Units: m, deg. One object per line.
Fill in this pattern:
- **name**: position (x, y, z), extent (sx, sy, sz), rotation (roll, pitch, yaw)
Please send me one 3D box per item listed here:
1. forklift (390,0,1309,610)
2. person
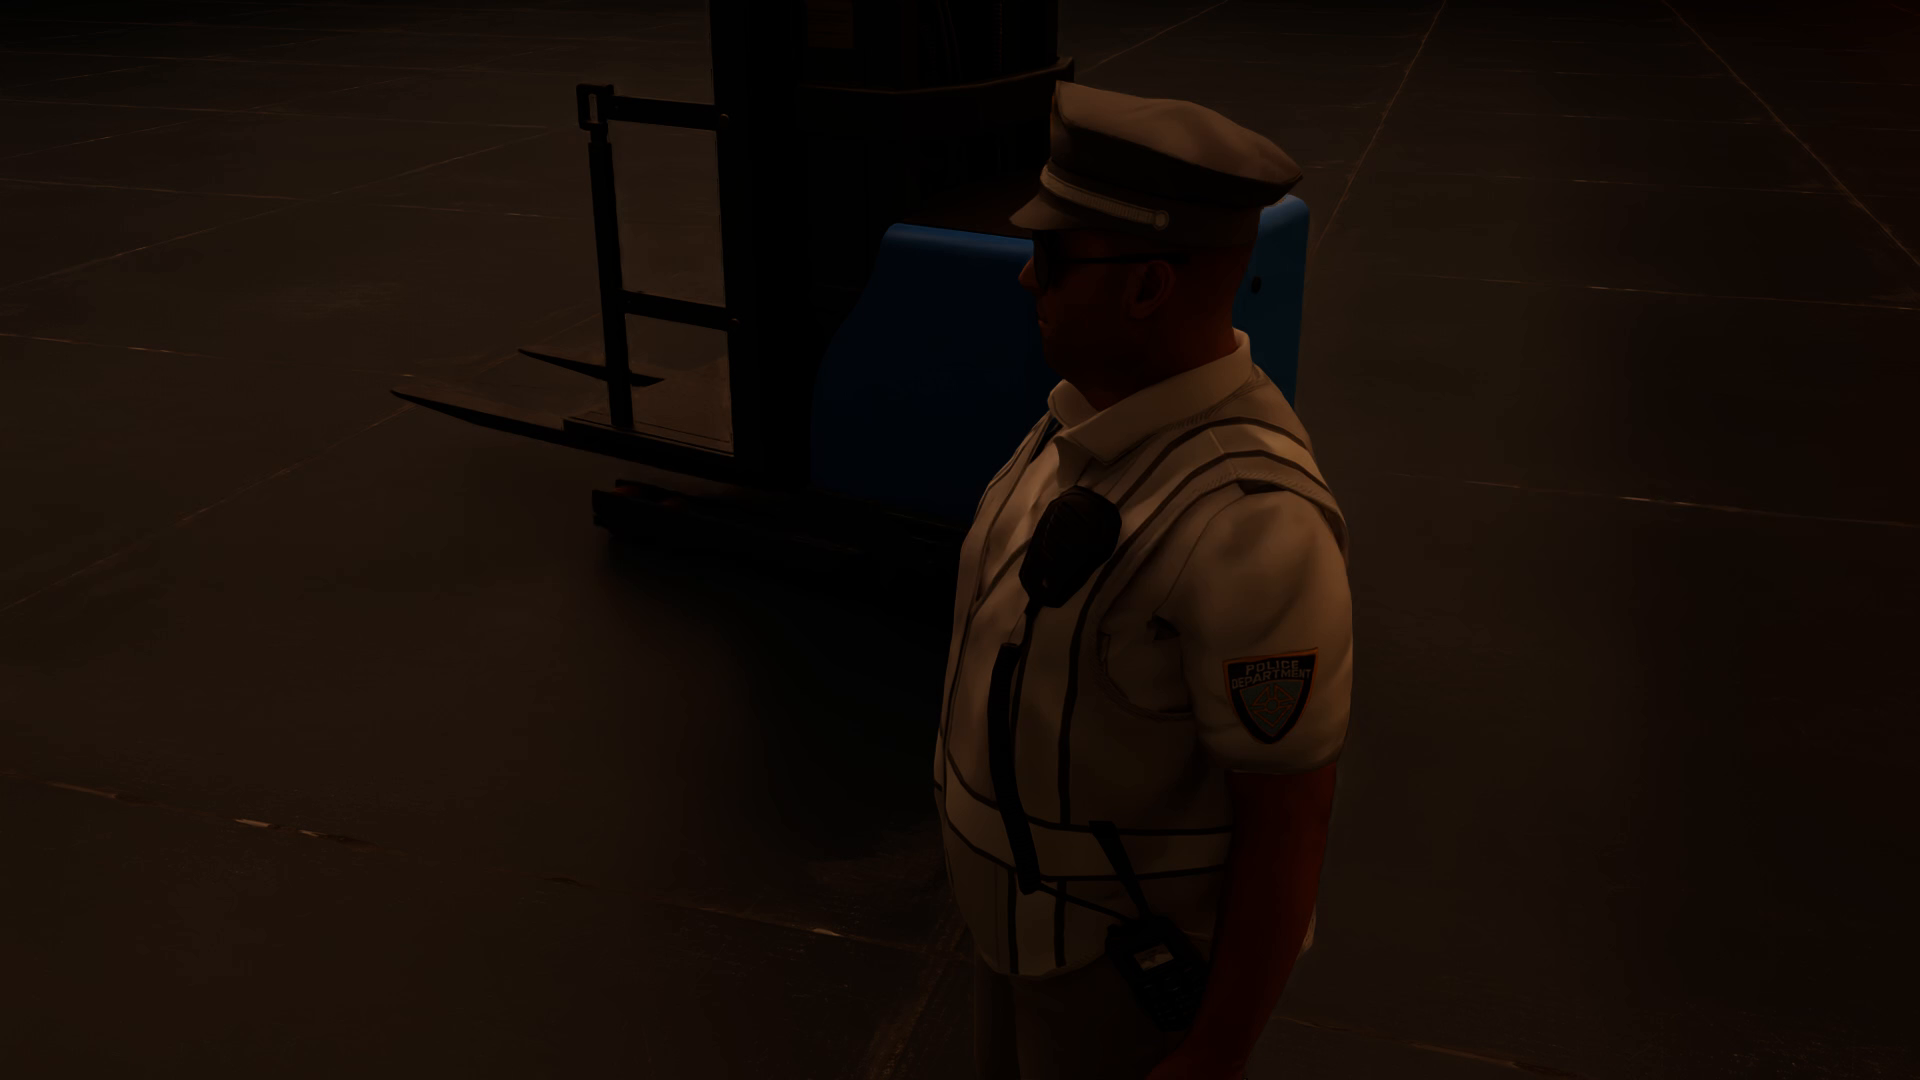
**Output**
- **forklift**: position (-0.531, -1.475, 4.851), extent (3.031, 2.935, 1.130), rotation (13, 26, 29)
- **person**: position (0.153, 0.398, 1.846), extent (0.423, 1.766, 0.606), rotation (-5, 23, -12)
